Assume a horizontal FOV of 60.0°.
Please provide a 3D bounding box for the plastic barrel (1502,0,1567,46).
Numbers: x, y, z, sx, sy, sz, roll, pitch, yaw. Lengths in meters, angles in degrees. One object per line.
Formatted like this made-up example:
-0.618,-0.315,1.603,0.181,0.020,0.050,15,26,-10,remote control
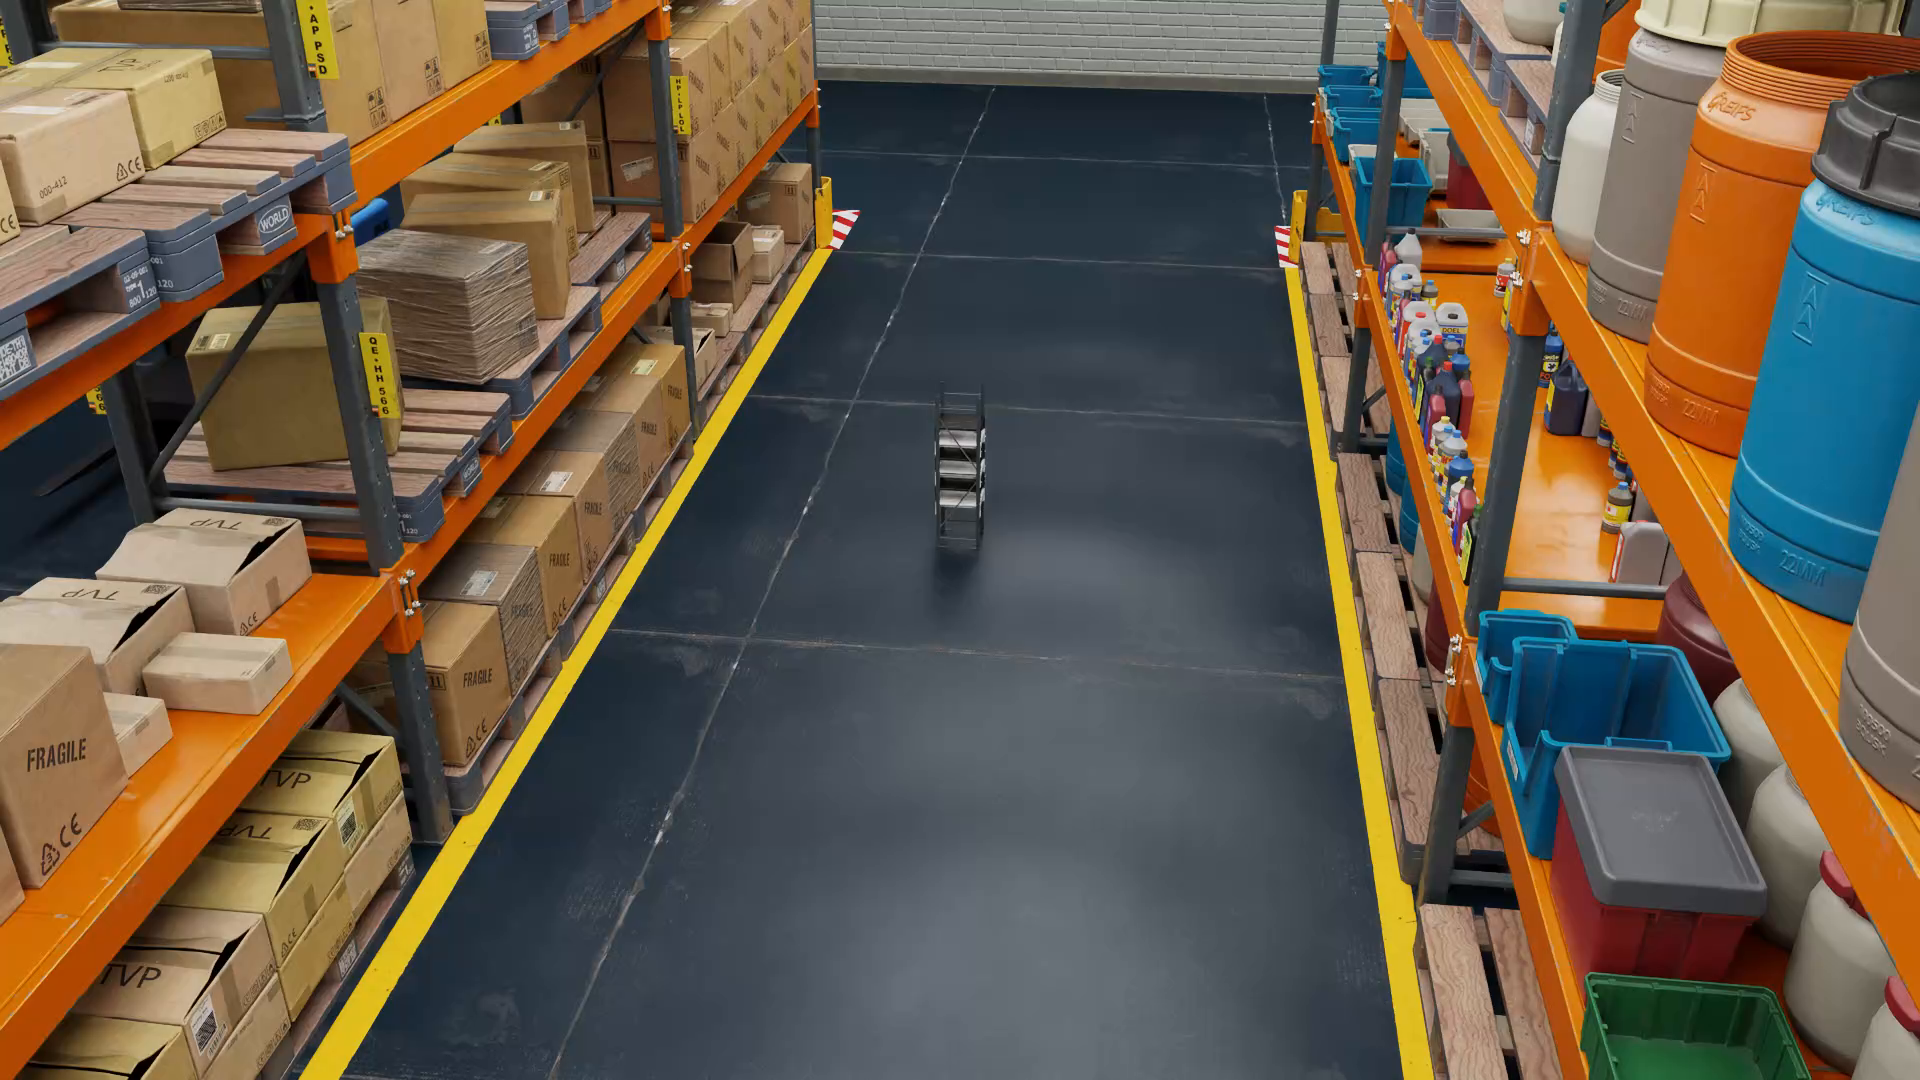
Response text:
2.354,-2.227,6.472,0.433,0.535,0.433,0,28,0,plastic barrel

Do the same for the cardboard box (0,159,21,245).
-2.756,-0.814,4.151,0.500,0.250,0.500,3,28,5,cardboard box

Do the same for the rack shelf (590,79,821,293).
-1.894,-2.615,11.700,1.077,0.370,4.000,3,28,6,rack shelf

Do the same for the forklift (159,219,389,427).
-5.919,-1.283,8.542,3.258,2.935,6.519,4,29,7,forklift

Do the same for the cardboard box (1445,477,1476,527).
-0.736,1.029,5.536,5.055,1.291,3.820,4,29,7,cardboard box

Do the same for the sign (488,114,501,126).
-2.678,-2.399,9.629,0.100,0.325,0.005,3,28,6,sign

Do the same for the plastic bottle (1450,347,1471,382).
2.278,-0.750,7.616,0.098,0.271,0.098,0,28,0,plastic bottle

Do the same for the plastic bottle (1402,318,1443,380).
2.200,-0.905,7.899,0.152,0.276,0.135,3,28,6,plastic bottle

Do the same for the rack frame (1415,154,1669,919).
2.287,0.182,5.749,1.000,3.000,0.127,3,28,6,rack frame

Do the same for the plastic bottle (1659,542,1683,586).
2.660,0.052,6.122,0.152,0.276,0.135,3,28,6,plastic bottle

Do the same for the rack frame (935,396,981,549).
-0.011,-0.352,8.955,0.240,0.900,0.006,3,28,6,rack frame

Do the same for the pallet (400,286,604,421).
-2.395,-0.939,8.032,1.003,0.211,1.213,3,28,6,pallet

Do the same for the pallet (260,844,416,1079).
-2.769,1.505,6.233,1.003,0.211,1.213,3,28,6,pallet

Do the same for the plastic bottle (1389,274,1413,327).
2.256,-1.223,8.494,0.097,0.271,0.097,0,28,0,plastic bottle

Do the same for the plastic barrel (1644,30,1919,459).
1.890,-0.646,3.671,0.600,0.830,0.708,3,28,6,plastic barrel

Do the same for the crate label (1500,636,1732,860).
1.896,0.618,4.902,0.502,0.435,0.616,3,28,6,crate label

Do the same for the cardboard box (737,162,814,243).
-1.471,-2.696,13.264,0.500,0.500,0.500,3,28,6,cardboard box

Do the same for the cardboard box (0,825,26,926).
-2.883,0.887,4.336,0.500,0.500,0.500,3,28,6,cardboard box

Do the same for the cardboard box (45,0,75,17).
-6.696,-3.708,12.653,0.980,0.700,0.700,3,28,6,cardboard box

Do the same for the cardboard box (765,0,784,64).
-1.550,-3.650,11.703,0.500,0.500,0.500,4,29,8,cardboard box

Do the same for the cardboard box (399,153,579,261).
-2.440,-1.682,8.661,0.700,0.500,0.500,8,29,14,cardboard box

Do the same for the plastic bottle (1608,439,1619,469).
2.815,-0.434,7.029,0.097,0.271,0.097,0,28,0,plastic bottle

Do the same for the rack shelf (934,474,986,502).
0.001,-0.291,9.102,0.258,0.077,0.200,3,28,6,rack shelf

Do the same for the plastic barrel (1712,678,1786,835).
2.372,0.629,4.801,0.421,0.512,0.421,0,28,0,plastic barrel

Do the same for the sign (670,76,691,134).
-1.588,-2.470,9.451,0.100,0.325,0.005,3,28,6,sign

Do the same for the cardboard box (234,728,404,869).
-2.449,0.932,6.222,0.500,0.311,0.500,4,29,8,cardboard box

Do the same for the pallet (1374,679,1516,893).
2.342,1.036,7.104,1.003,0.211,1.213,3,28,6,pallet

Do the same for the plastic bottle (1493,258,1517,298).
2.923,-1.408,8.910,0.097,0.201,0.097,0,28,0,plastic bottle

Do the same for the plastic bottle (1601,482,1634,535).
2.591,-0.132,6.541,0.097,0.201,0.097,0,28,0,plastic bottle

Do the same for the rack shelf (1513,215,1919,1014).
2.041,0.120,3.461,1.077,0.370,4.000,3,28,6,rack shelf

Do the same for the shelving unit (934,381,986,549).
0.001,-0.400,9.044,0.258,0.900,0.210,3,28,6,shelving unit

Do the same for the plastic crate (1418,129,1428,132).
3.269,-2.691,11.297,0.298,0.136,0.250,3,28,6,plastic crate

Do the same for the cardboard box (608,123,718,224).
-1.806,-2.259,10.174,0.500,0.500,0.500,4,29,8,cardboard box

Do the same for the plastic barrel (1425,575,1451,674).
2.468,0.296,7.638,0.600,0.588,0.708,3,28,6,plastic barrel

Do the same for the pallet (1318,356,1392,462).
2.828,-0.822,10.552,1.003,0.211,1.213,3,28,6,pallet

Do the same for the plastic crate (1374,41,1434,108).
3.411,-3.457,12.404,0.616,0.435,0.499,3,28,6,plastic crate

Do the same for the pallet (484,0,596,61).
-2.413,-2.437,7.646,1.213,0.211,1.003,3,28,6,pallet

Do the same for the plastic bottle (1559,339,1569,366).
2.898,-0.860,7.815,0.152,0.276,0.135,3,28,6,plastic bottle

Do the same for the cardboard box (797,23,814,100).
-1.434,-3.691,12.833,0.500,0.500,0.500,4,29,8,cardboard box

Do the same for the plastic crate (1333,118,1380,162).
2.712,-2.678,11.172,0.416,0.233,0.300,3,28,6,plastic crate

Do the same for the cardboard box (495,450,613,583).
-2.106,-0.127,8.495,0.500,0.500,0.500,2,28,4,cardboard box

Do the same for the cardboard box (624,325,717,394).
-1.873,-1.185,10.659,0.500,0.311,0.500,3,28,6,cardboard box

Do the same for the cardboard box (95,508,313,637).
-2.717,0.100,5.995,0.500,0.311,0.500,5,29,9,cardboard box

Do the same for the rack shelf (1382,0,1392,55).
3.022,-3.646,10.451,1.077,0.370,4.000,3,28,6,rack shelf

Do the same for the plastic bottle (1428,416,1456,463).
2.057,-0.428,7.092,0.097,0.201,0.097,0,28,0,plastic bottle

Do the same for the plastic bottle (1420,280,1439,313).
2.423,-1.247,8.611,0.097,0.201,0.097,0,28,0,plastic bottle

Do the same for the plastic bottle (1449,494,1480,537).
1.973,-0.108,6.497,0.097,0.201,0.097,0,28,0,plastic bottle
